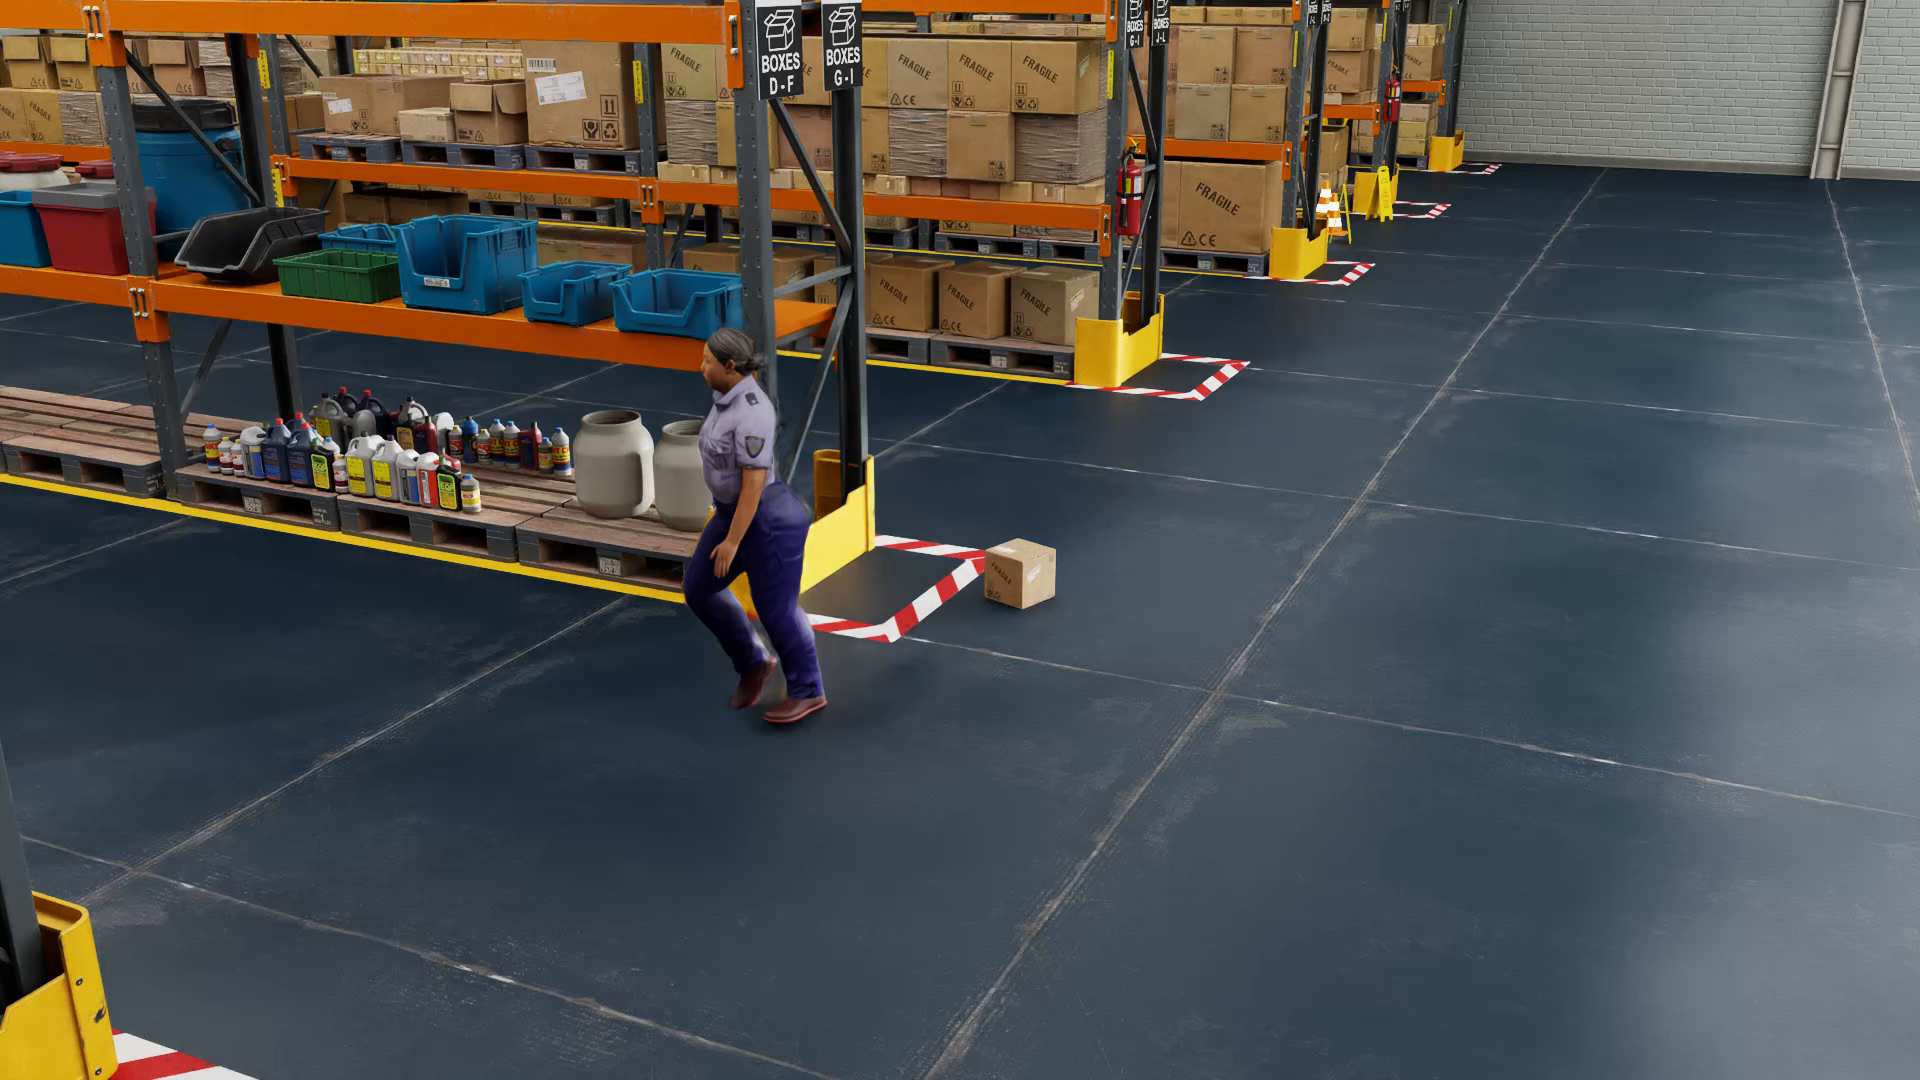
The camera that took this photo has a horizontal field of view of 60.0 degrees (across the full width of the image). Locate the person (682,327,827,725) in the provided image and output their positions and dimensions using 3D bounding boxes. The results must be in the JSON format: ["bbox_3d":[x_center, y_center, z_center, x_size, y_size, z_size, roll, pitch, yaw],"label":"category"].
[{"bbox_3d":[-0.850,-0.032,6.758,0.503,1.667,0.530,-9,21,-24],"label":"person"}]
